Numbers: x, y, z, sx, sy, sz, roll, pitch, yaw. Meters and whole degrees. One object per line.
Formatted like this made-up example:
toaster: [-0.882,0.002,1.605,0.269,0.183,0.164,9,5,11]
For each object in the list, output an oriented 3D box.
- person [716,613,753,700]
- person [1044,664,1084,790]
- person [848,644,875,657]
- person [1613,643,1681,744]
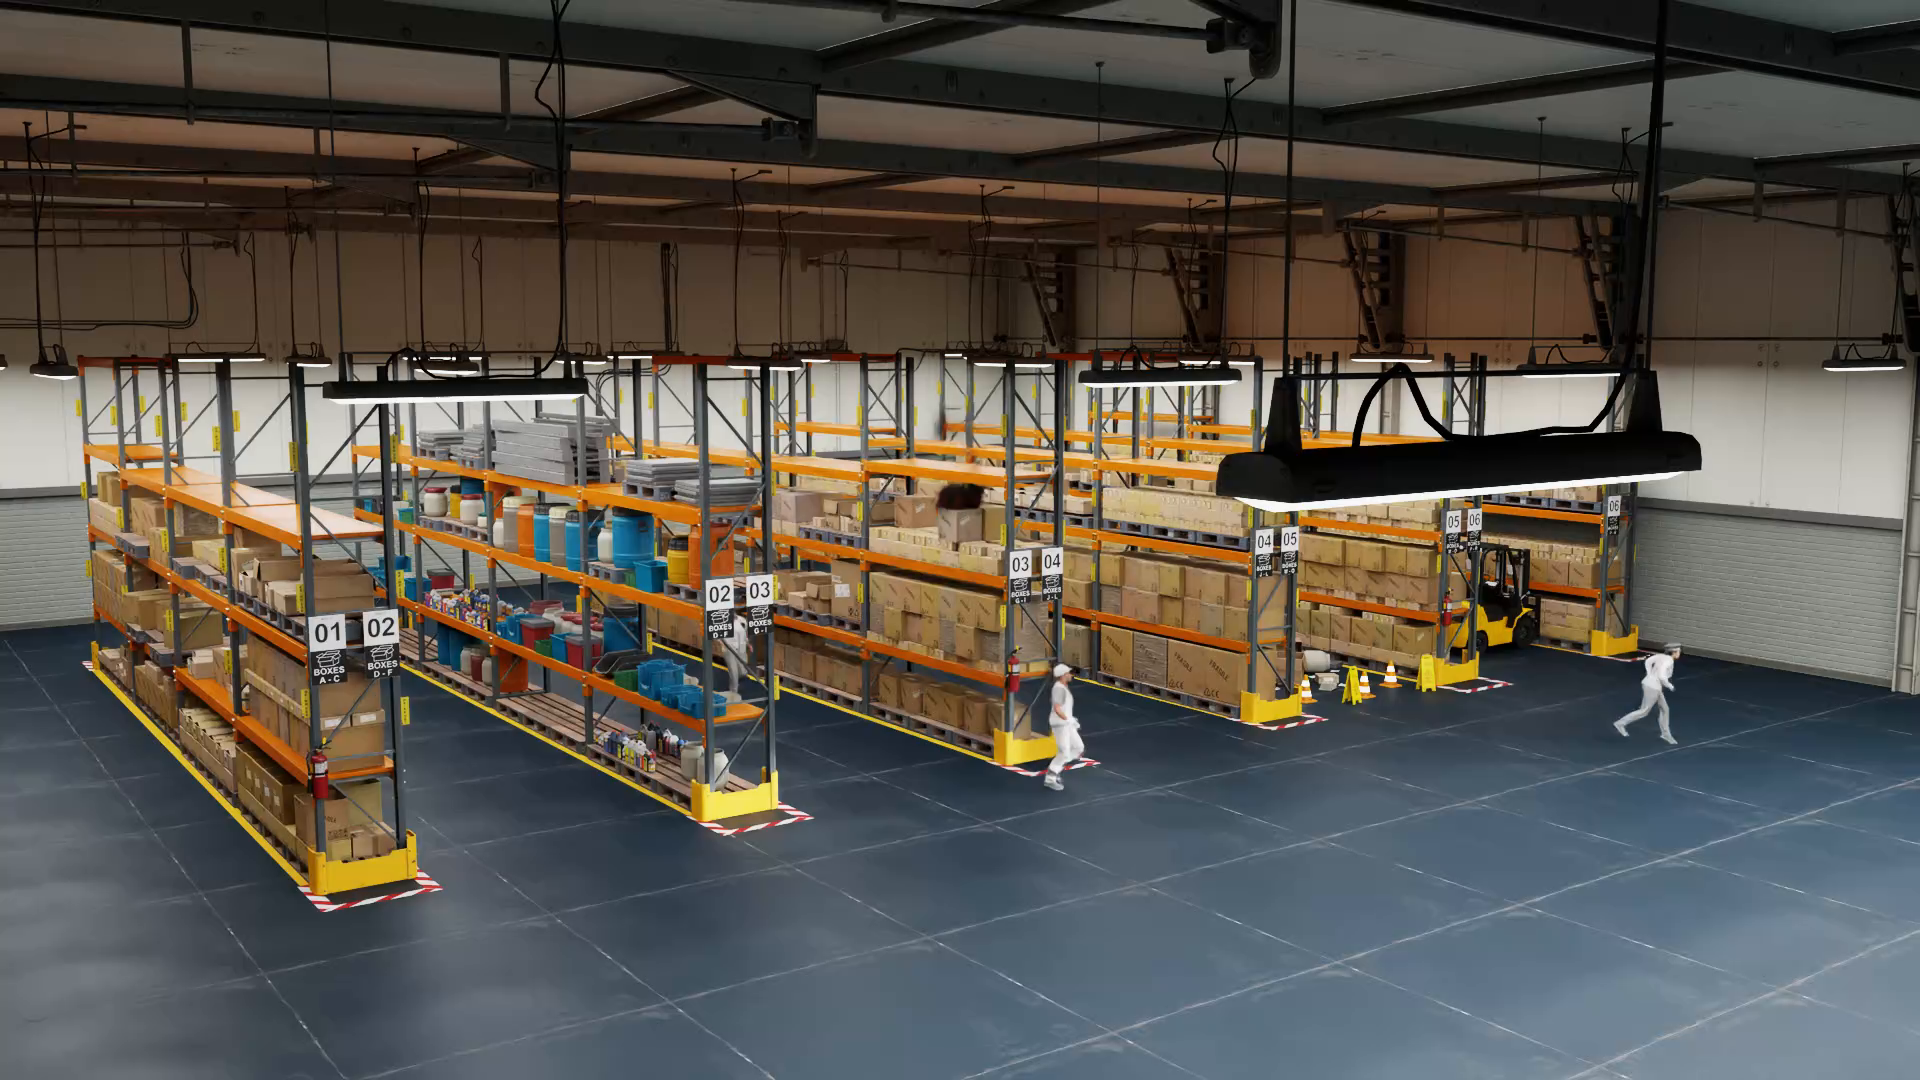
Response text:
person: [-3.969,1.941,29.241,0.663,1.741,0.578,-4,8,-32]
person: [1.492,2.620,23.573,0.533,1.723,0.718,1,7,11]
person: [-1.842,1.583,32.222,0.711,1.748,0.738,-6,9,-42]
person: [10.816,2.401,26.115,0.930,1.626,0.654,1,7,6]
